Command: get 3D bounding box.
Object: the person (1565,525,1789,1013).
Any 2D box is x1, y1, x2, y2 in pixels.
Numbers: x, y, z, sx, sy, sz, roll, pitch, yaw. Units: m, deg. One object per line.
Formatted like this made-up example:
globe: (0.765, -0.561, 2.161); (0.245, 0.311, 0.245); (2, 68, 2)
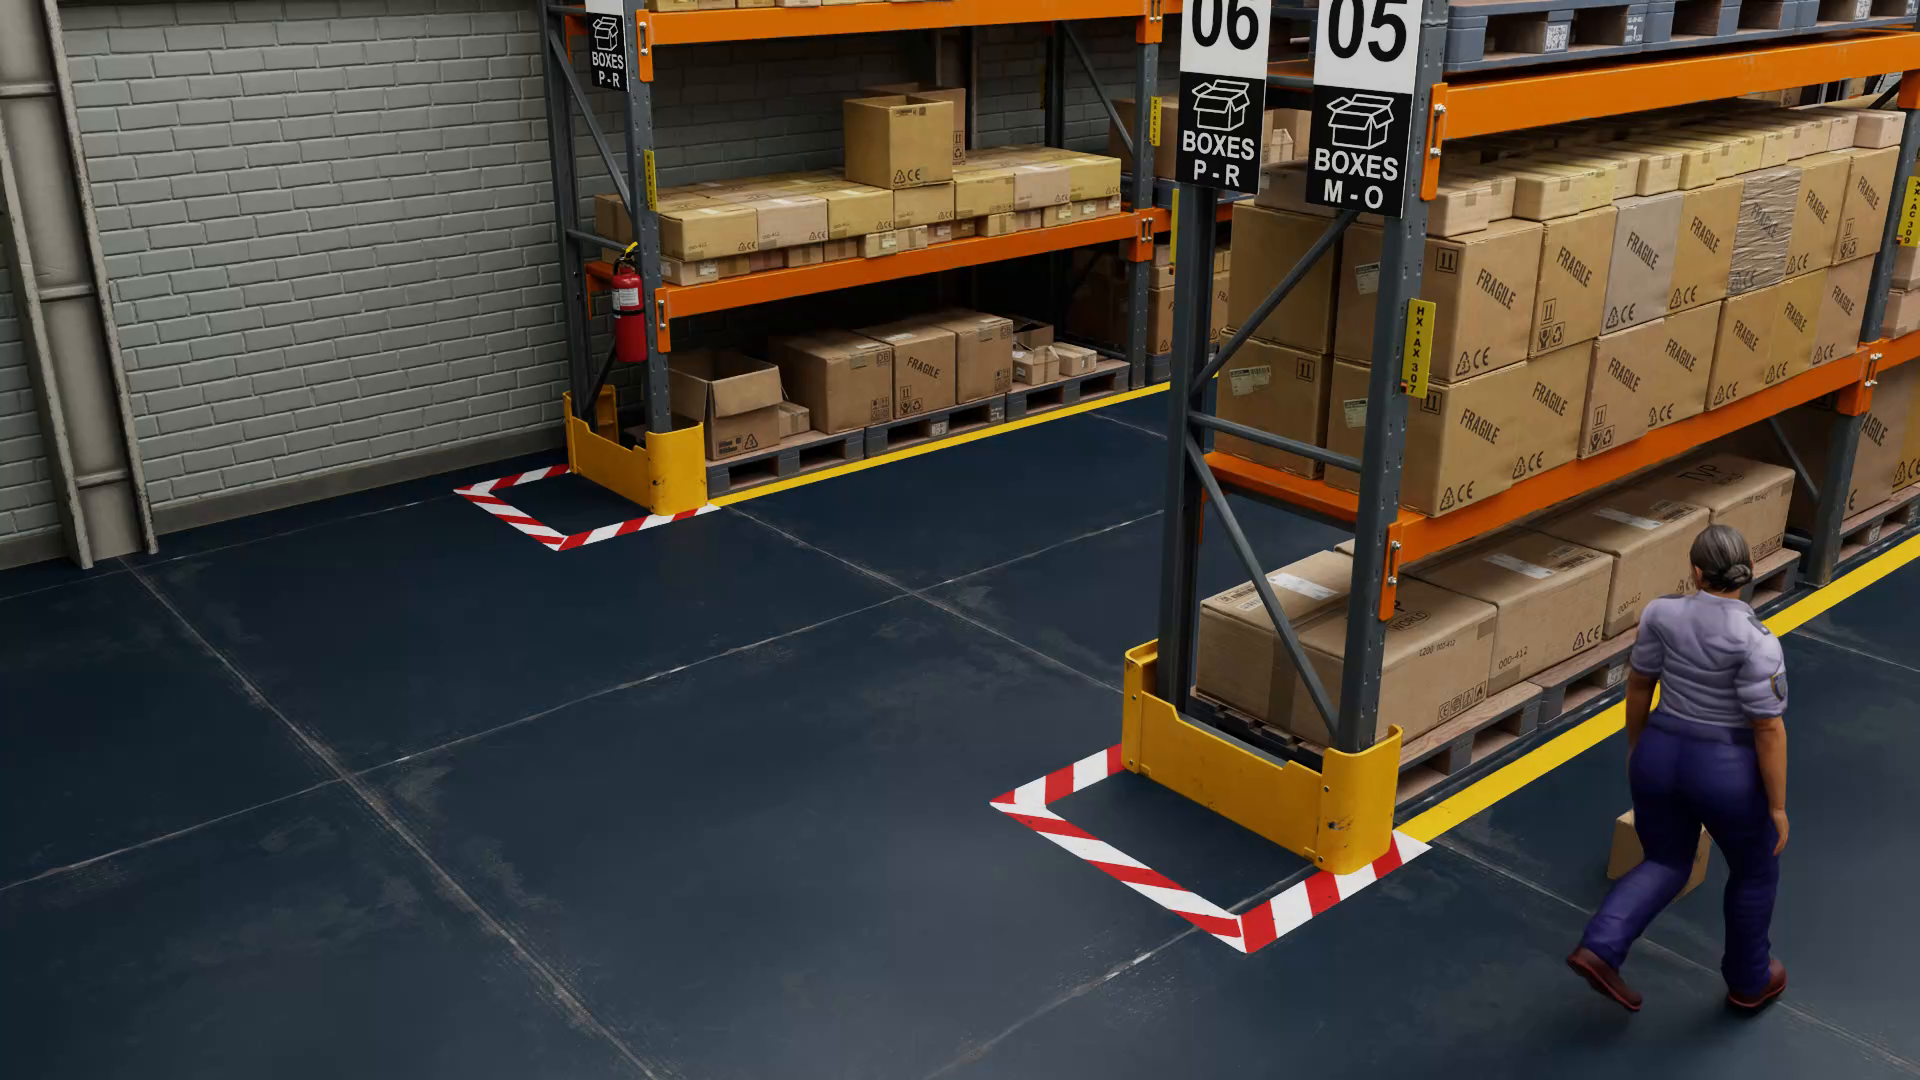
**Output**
person: (2.314, 0.738, 5.207); (0.804, 1.590, 0.587); (-14, 25, -32)
